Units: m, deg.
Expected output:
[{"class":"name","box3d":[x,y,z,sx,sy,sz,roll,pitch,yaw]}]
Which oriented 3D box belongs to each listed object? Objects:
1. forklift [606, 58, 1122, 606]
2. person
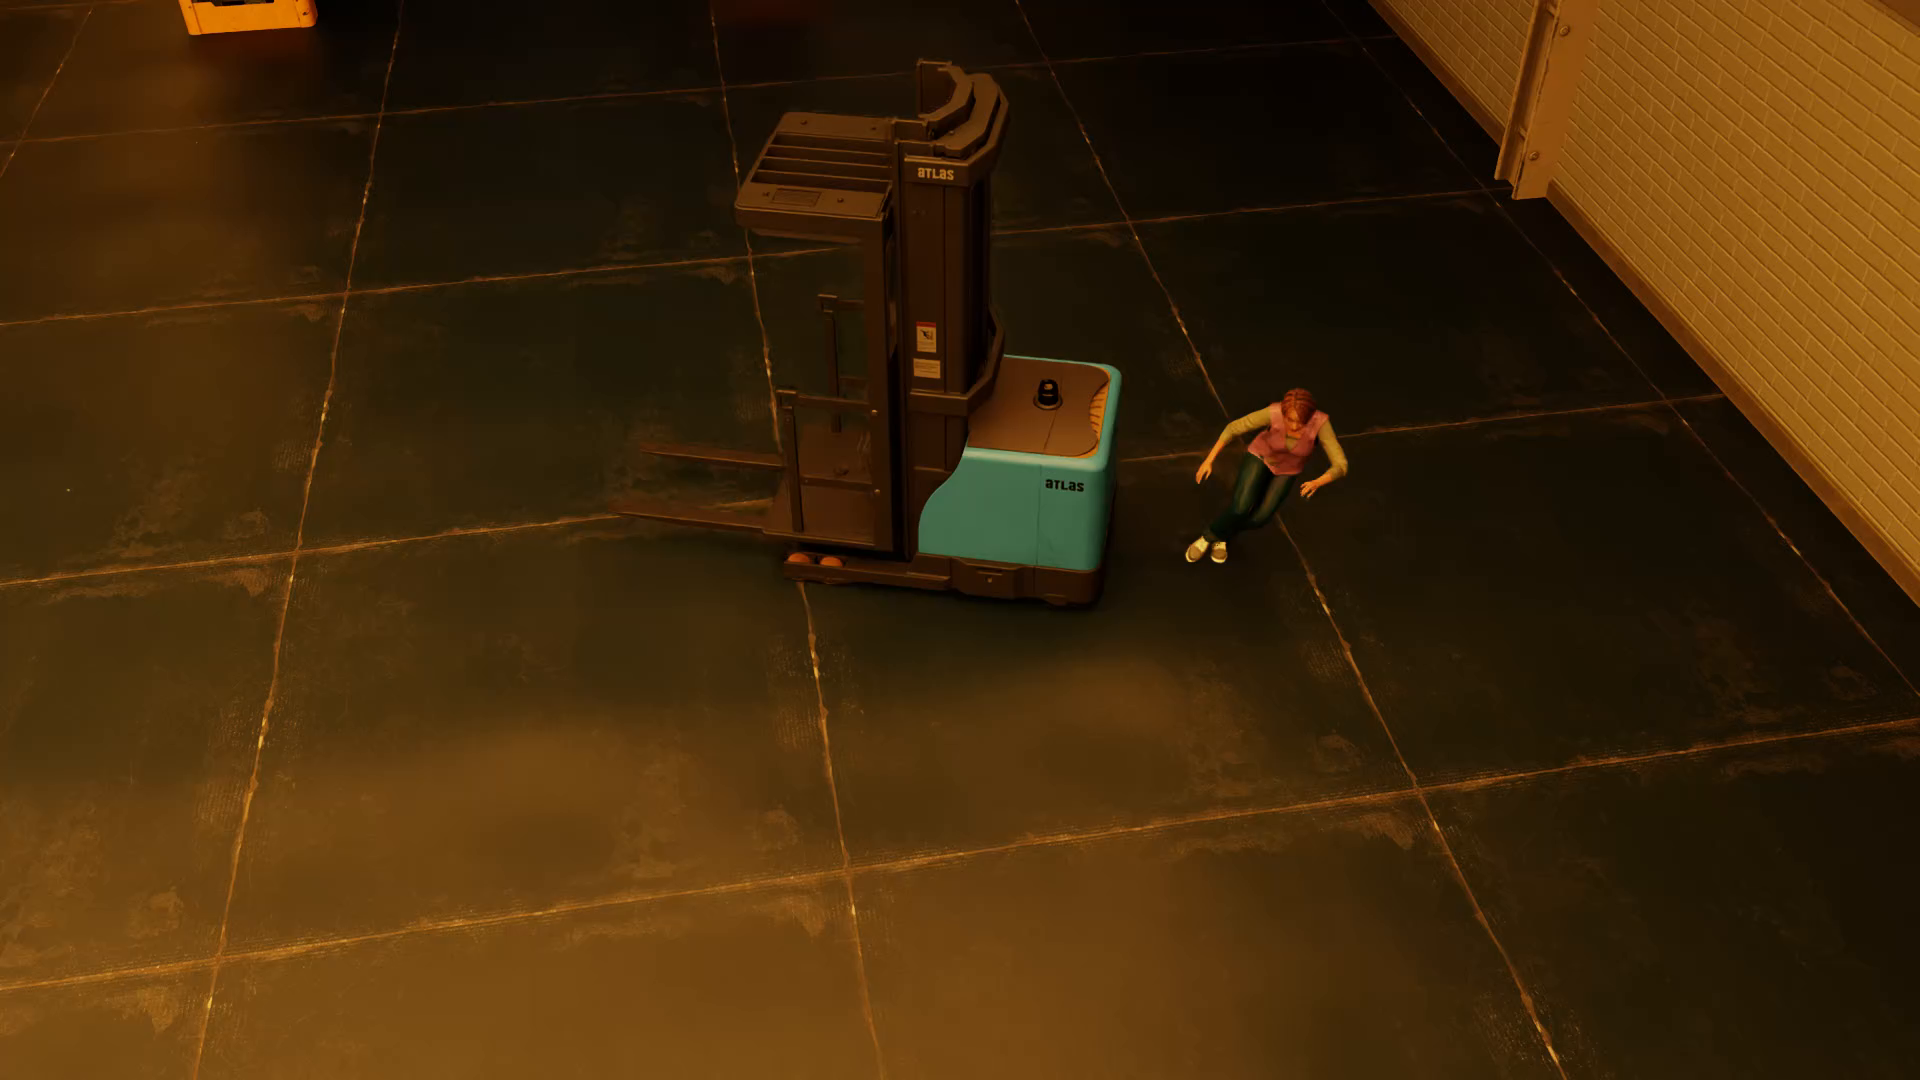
[{"class":"forklift","box3d":[-0.602,-1.183,9.349,3.031,2.935,1.130,6,41,7]},{"class":"person","box3d":[1.759,-0.310,9.548,0.825,1.365,0.827,3,40,3]}]
